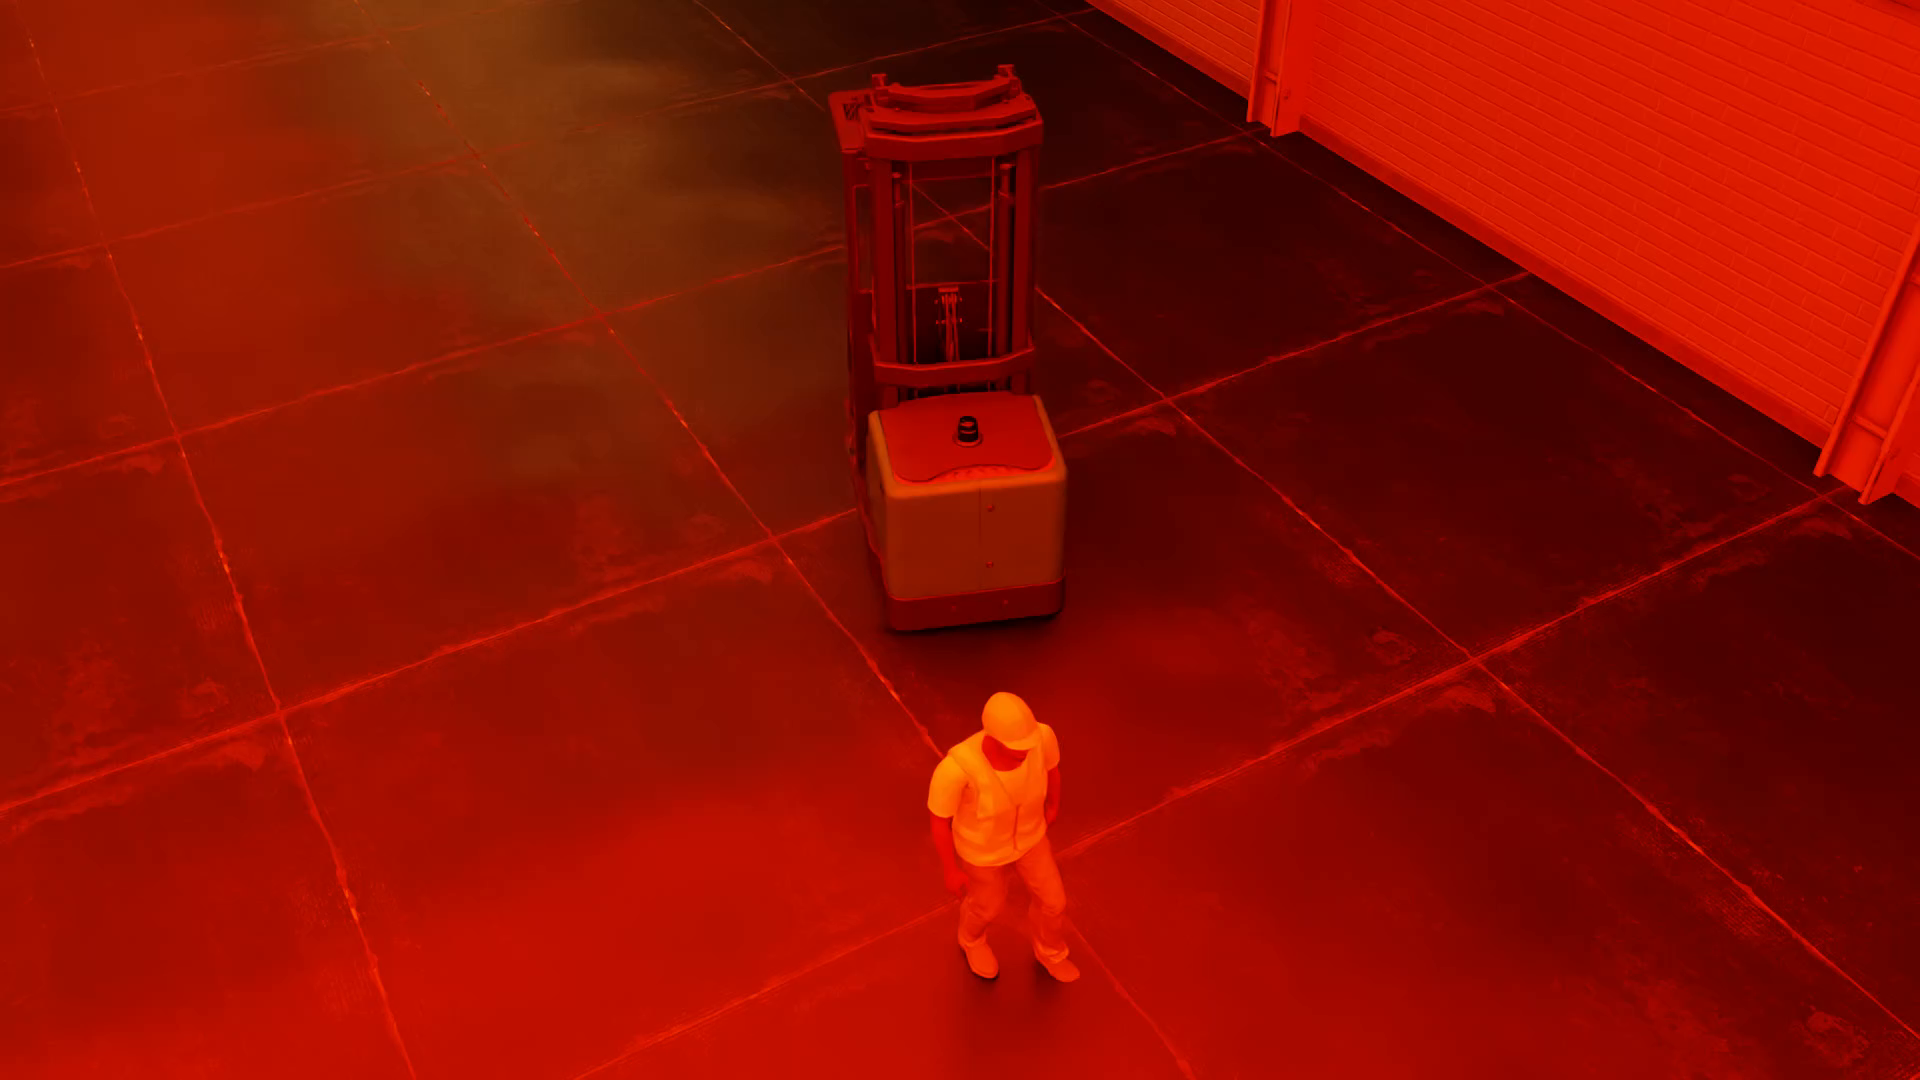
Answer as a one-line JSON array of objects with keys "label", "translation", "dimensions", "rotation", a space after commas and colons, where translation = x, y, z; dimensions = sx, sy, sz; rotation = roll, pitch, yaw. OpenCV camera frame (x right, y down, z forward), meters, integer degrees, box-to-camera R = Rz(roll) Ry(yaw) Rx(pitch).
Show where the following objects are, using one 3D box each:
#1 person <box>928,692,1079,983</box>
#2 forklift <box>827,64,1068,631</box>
[{"label": "person", "translation": [0.214, 1.375, 7.357], "dimensions": [0.666, 1.806, 0.557], "rotation": [-19, 43, -22]}, {"label": "forklift", "translation": [-0.151, -1.545, 9.899], "dimensions": [1.130, 2.935, 3.031], "rotation": [-6, 40, -8]}]
